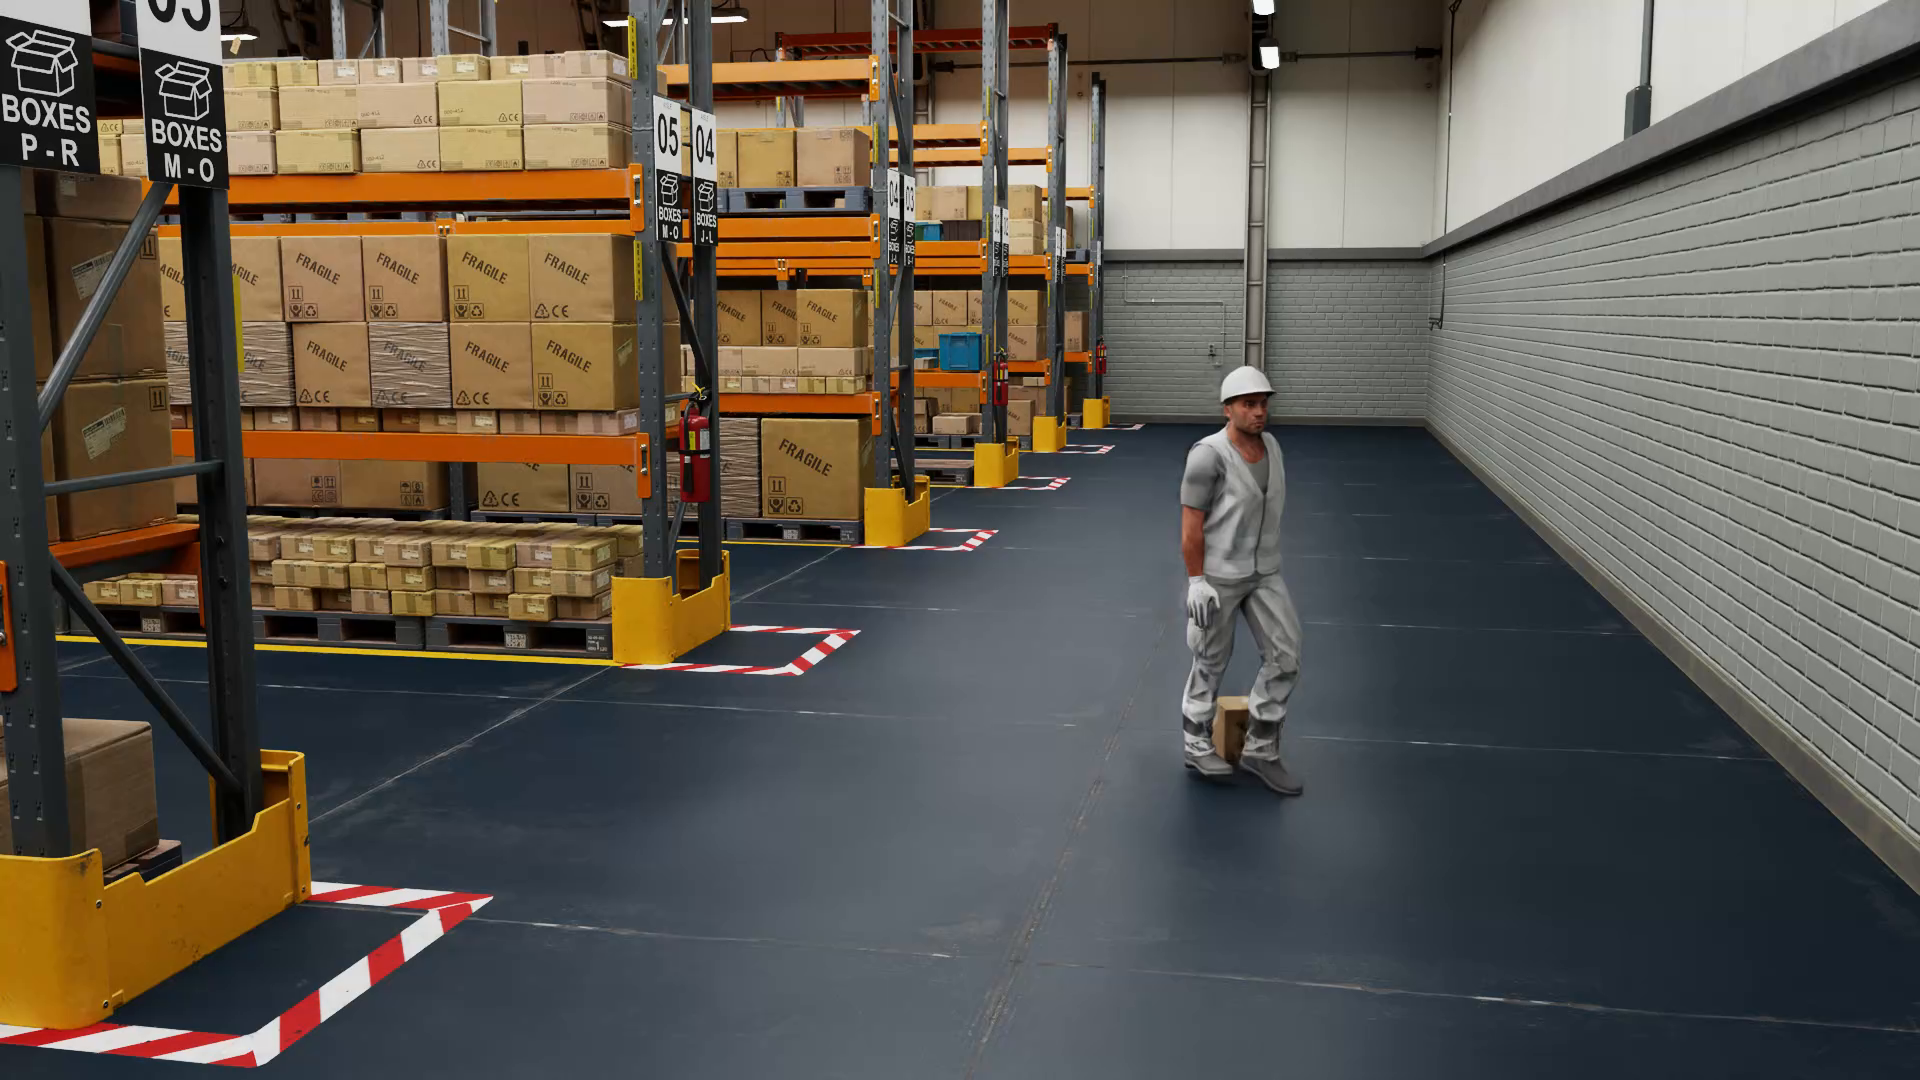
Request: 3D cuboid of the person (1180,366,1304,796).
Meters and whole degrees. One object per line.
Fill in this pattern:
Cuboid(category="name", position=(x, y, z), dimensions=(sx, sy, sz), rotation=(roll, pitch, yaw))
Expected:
Cuboid(category="person", position=(1.143, 0.167, 6.992), dimensions=(0.578, 1.795, 0.551), rotation=(-4, 9, -27))
